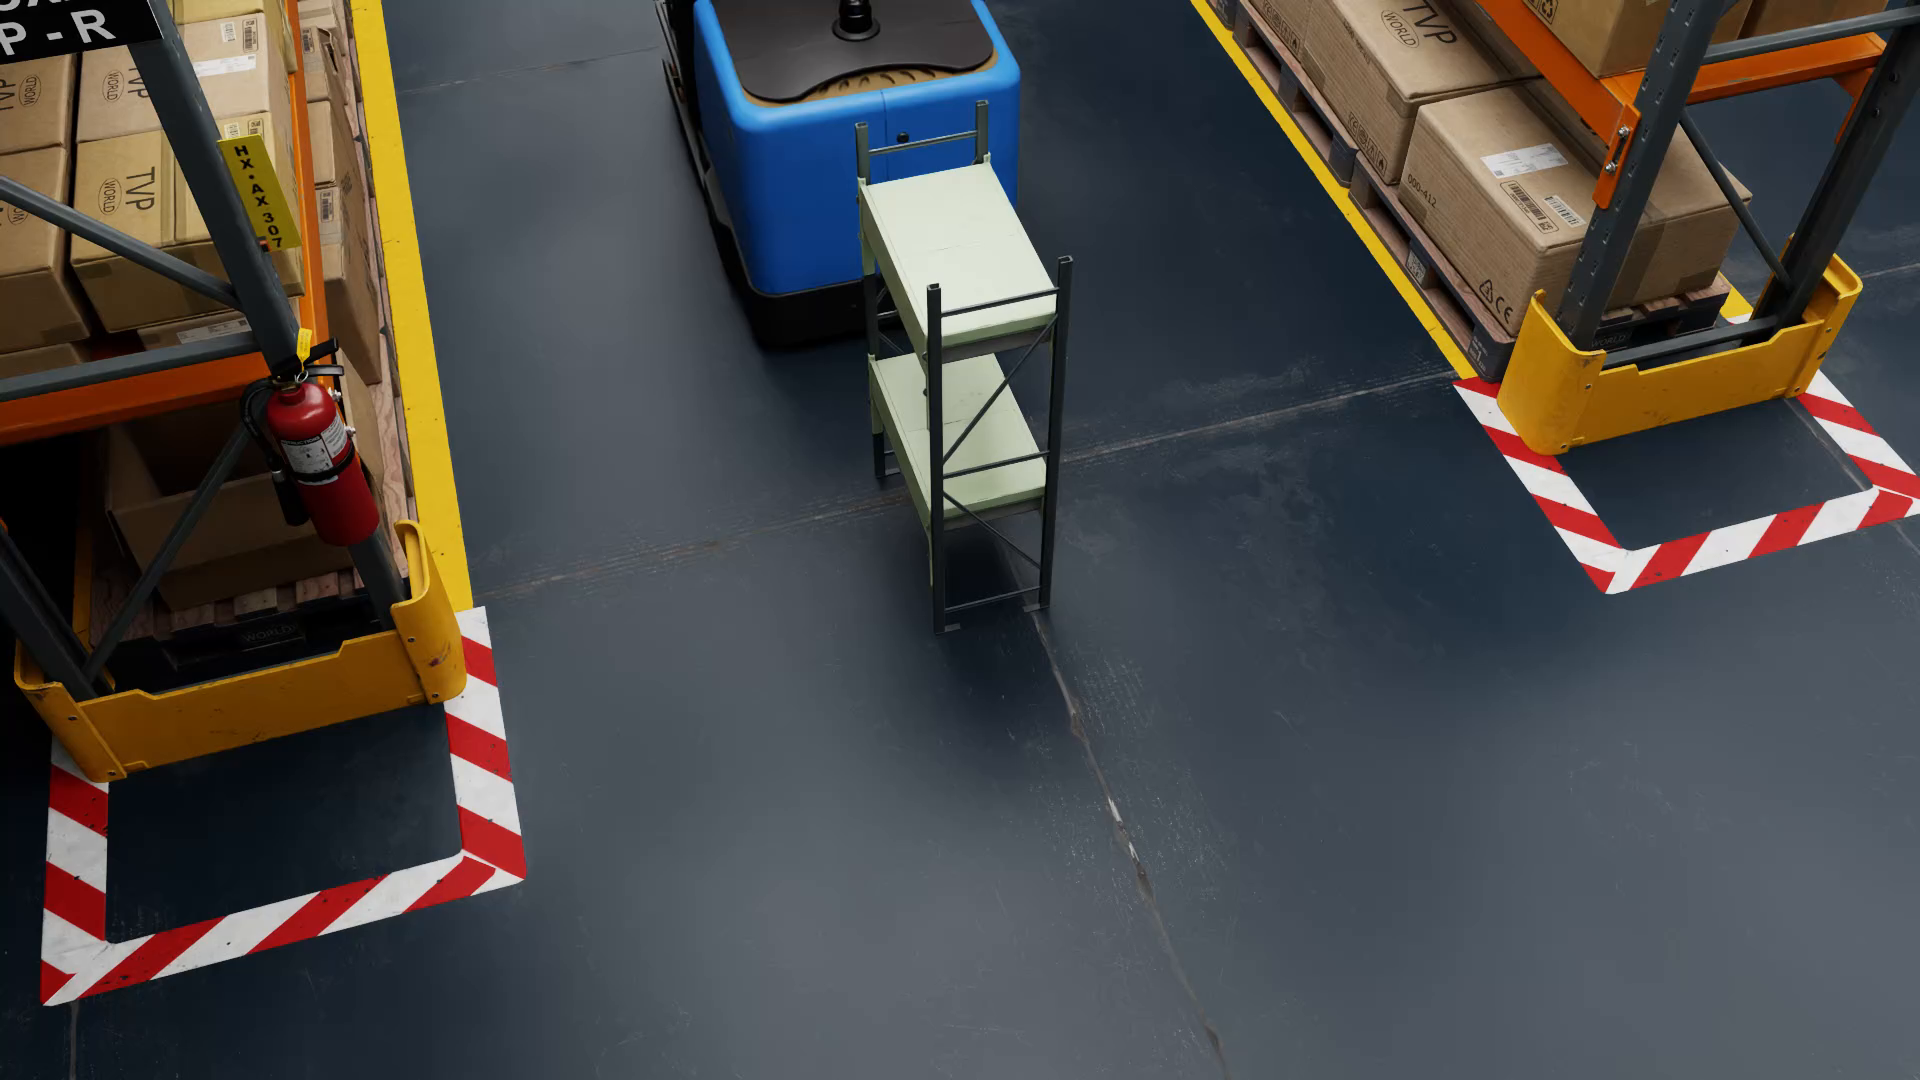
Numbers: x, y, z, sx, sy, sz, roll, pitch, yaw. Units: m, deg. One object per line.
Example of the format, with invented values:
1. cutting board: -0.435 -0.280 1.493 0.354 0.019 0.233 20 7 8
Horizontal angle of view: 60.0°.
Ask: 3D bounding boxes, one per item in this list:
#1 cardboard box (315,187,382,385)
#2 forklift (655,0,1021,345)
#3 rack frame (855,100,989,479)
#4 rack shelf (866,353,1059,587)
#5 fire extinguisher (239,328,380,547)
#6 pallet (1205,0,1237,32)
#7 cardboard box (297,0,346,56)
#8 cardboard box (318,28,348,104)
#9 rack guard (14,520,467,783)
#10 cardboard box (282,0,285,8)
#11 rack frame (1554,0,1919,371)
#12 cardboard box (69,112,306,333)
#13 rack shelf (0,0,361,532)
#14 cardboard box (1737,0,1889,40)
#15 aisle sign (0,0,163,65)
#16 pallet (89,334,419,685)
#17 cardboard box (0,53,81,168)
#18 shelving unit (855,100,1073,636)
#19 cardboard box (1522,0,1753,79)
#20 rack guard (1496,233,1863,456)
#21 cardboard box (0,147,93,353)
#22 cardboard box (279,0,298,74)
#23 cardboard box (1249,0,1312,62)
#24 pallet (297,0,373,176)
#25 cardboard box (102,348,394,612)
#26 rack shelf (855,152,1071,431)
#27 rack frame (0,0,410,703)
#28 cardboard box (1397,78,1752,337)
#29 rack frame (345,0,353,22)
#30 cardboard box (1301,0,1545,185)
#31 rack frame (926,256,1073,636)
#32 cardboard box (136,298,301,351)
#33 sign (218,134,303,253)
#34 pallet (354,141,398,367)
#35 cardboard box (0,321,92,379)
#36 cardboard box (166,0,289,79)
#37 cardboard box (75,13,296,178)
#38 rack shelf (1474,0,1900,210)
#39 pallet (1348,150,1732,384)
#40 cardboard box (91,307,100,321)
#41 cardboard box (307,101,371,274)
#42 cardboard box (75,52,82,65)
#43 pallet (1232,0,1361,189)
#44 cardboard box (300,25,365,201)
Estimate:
1. cardboard box: -2.467 -0.839 5.855 0.700 0.500 0.500 -11 51 -9
2. forklift: -0.679 -2.839 6.226 1.130 2.935 3.031 -13 51 -11
3. rack frame: -0.110 -0.756 5.406 0.400 1.500 0.023 -13 51 -11
4. rack shelf: -0.002 -0.278 5.430 0.431 0.370 0.720 -13 51 -11
5. fire extinguisher: -1.676 -0.260 4.301 0.296 0.674 0.183 -13 51 -11
6. pallet: 1.547 -2.982 8.126 1.003 0.211 1.213 -13 51 -11
7. cardboard box: -2.898 -2.205 7.237 0.380 0.149 0.250 -15 51 -12
8. cardboard box: -2.793 -1.982 6.973 0.396 0.266 0.258 -12 51 -10
9. rack guard: -2.183 0.342 5.134 1.175 0.500 0.348 -13 51 -11
10. cardboard box: -2.427 -1.769 5.443 0.380 0.149 0.250 -12 51 -10
11. rack frame: 2.580 -1.533 5.080 1.000 3.000 0.127 -13 51 -11
12. cardboard box: -2.038 -0.848 4.406 0.500 0.250 0.500 -13 51 -11
13. rack shelf: -2.752 -1.637 5.638 1.077 0.370 4.000 -13 51 -11
14. cardboard box: 2.712 -1.980 5.392 0.500 0.500 0.500 -14 51 -11
15. aisle sign: -1.860 -1.262 3.152 0.394 0.787 0.004 -13 51 -11
16. pallet: -2.420 -0.146 5.736 1.003 0.211 1.213 -13 51 -11
17. cardboard box: -2.702 -1.108 4.626 0.500 0.250 0.500 -13 51 -11
18. shelving unit: -0.002 -0.488 5.181 0.431 1.500 0.755 -13 51 -11
19. cardboard box: 2.184 -1.857 5.289 0.500 0.500 0.500 -13 51 -11
20. rack guard: 2.587 -0.709 6.021 1.175 0.500 0.348 -13 51 -11
21. cardboard box: -2.550 -0.731 4.308 0.500 0.250 0.500 -12 51 -10
22. cardboard box: -2.329 -1.581 5.285 0.380 0.149 0.250 -15 51 -12
23. cardboard box: 1.745 -2.627 7.404 0.875 0.438 0.875 -15 51 -12
24. pallet: -3.142 -1.929 7.238 1.003 0.211 1.213 -13 51 -11
25. cardboard box: -2.251 -0.207 5.320 0.797 0.503 0.637 -15 52 -12
26. rack shelf: -0.002 -0.740 4.882 0.431 0.370 0.720 -13 51 -11
27. rack frame: -2.161 -0.408 4.132 1.000 3.000 0.127 -13 51 -11
28. cardboard box: 2.289 -1.302 6.287 0.875 0.438 0.875 -15 51 -12
29. rack frame: -3.344 -3.329 6.595 1.000 3.000 0.127 -13 51 -11
30. cardboard box: 2.010 -1.968 6.848 0.875 0.438 0.875 -12 51 -10
31. rack frame: 0.106 -0.221 4.955 0.400 1.500 0.023 -13 51 -11
32. cardboard box: -1.996 -0.629 4.483 0.380 0.149 0.250 -14 51 -11
33. sign: -1.643 -0.810 3.904 0.100 0.325 0.005 -13 51 -11
34. pallet: -2.777 -1.036 6.485 1.003 0.211 1.213 -13 51 -11
35. cardboard box: -2.515 -0.508 4.381 0.380 0.149 0.250 -14 51 -11
36. cardboard box: -2.340 -1.585 5.028 0.500 0.250 0.500 -14 51 -12
37. cardboard box: -2.187 -1.216 4.717 0.500 0.250 0.500 -13 51 -11
38. rack shelf: 1.988 -2.762 6.587 1.077 0.370 4.000 -13 51 -11
39. pallet: 2.269 -1.200 6.624 1.003 0.211 1.213 -13 51 -11
40. cardboard box: -2.532 -0.707 4.549 0.380 0.149 0.250 -12 51 -10
41. cardboard box: -2.528 -1.247 6.200 0.500 0.500 0.500 -12 51 -10
42. cardboard box: -2.844 -1.471 4.932 0.500 0.250 0.500 -12 51 -10
43. pallet: 1.911 -2.090 7.374 1.003 0.211 1.213 -13 51 -11
44. cardboard box: -2.774 -1.597 6.495 0.700 0.500 0.500 -15 52 -12
